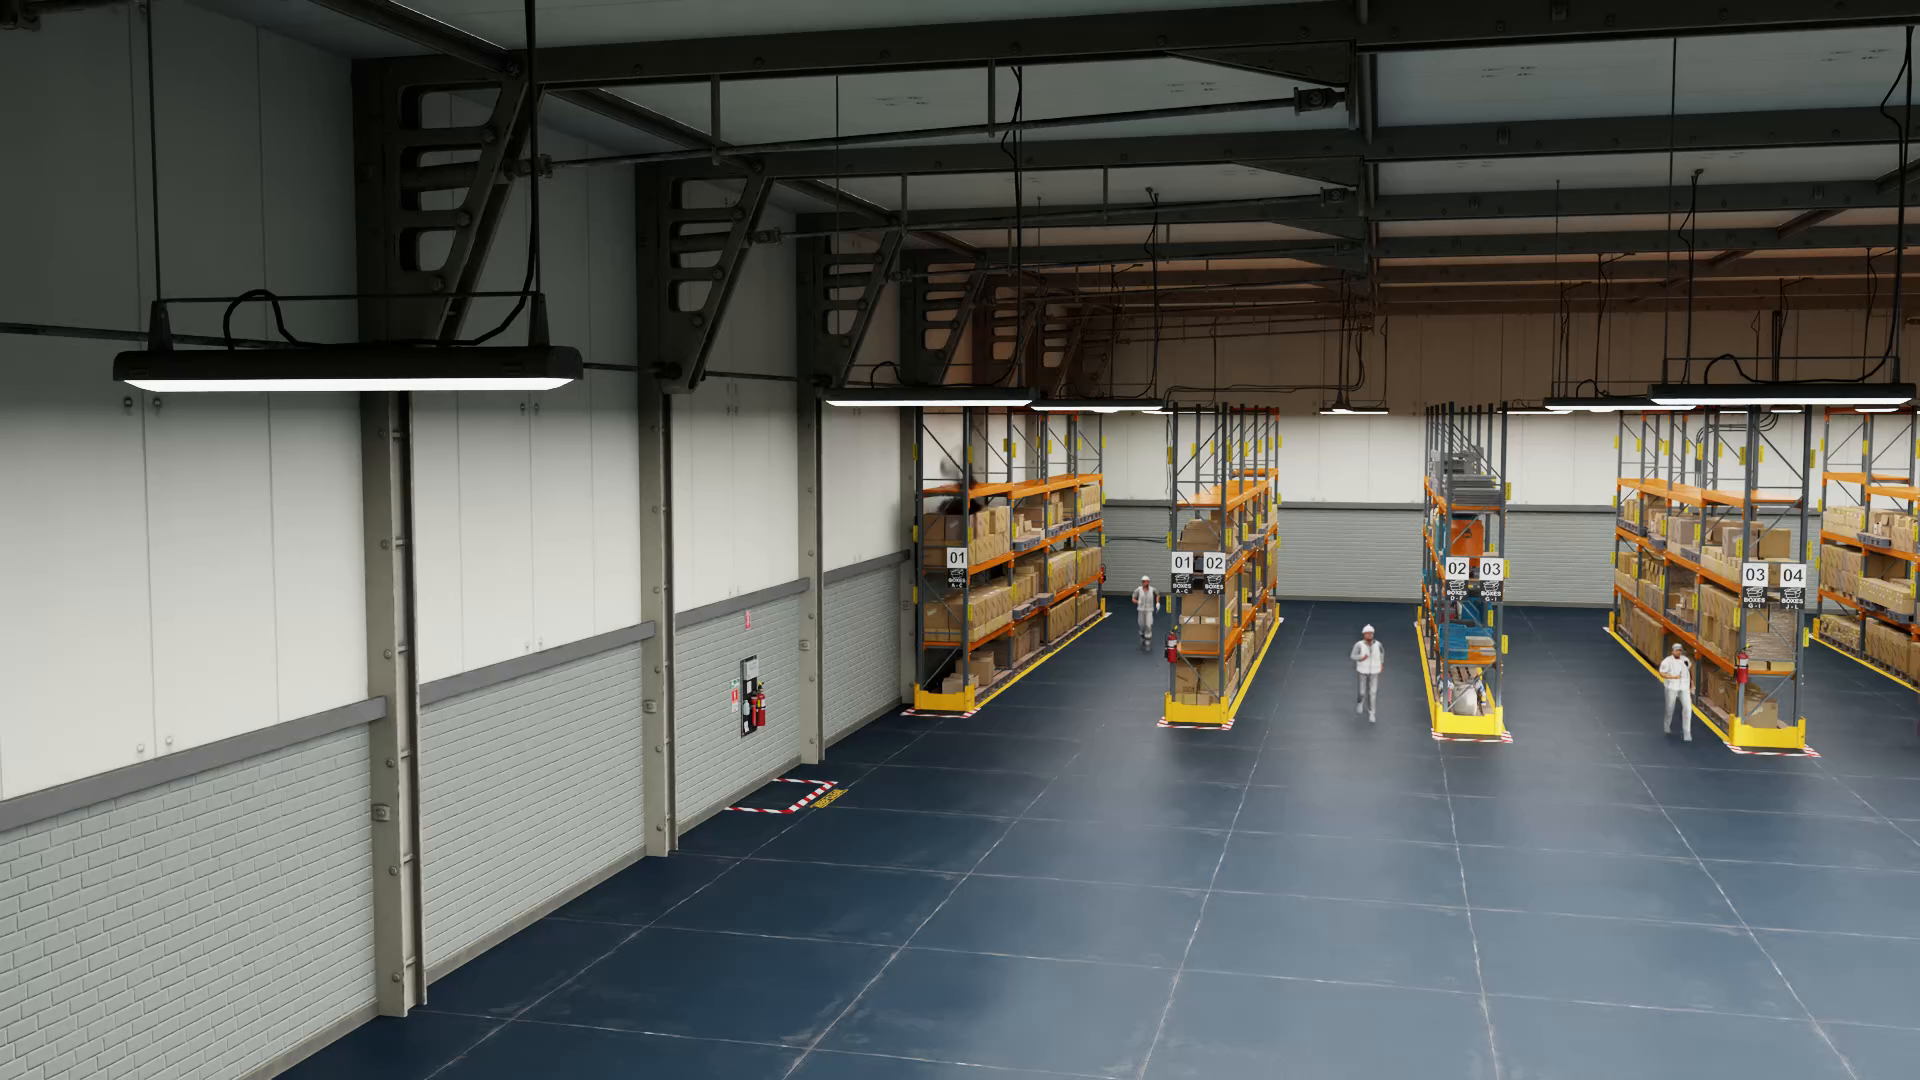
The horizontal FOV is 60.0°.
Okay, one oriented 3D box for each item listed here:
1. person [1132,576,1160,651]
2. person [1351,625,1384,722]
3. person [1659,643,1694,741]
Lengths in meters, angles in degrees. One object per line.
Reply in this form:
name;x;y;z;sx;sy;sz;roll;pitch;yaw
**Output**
person;4.588;1.798;41.080;0.680;1.839;0.842;0;4;6
person;7.708;2.493;31.453;0.670;1.768;0.924;0;4;3
person;12.826;2.699;29.793;0.618;1.739;0.730;1;4;8
